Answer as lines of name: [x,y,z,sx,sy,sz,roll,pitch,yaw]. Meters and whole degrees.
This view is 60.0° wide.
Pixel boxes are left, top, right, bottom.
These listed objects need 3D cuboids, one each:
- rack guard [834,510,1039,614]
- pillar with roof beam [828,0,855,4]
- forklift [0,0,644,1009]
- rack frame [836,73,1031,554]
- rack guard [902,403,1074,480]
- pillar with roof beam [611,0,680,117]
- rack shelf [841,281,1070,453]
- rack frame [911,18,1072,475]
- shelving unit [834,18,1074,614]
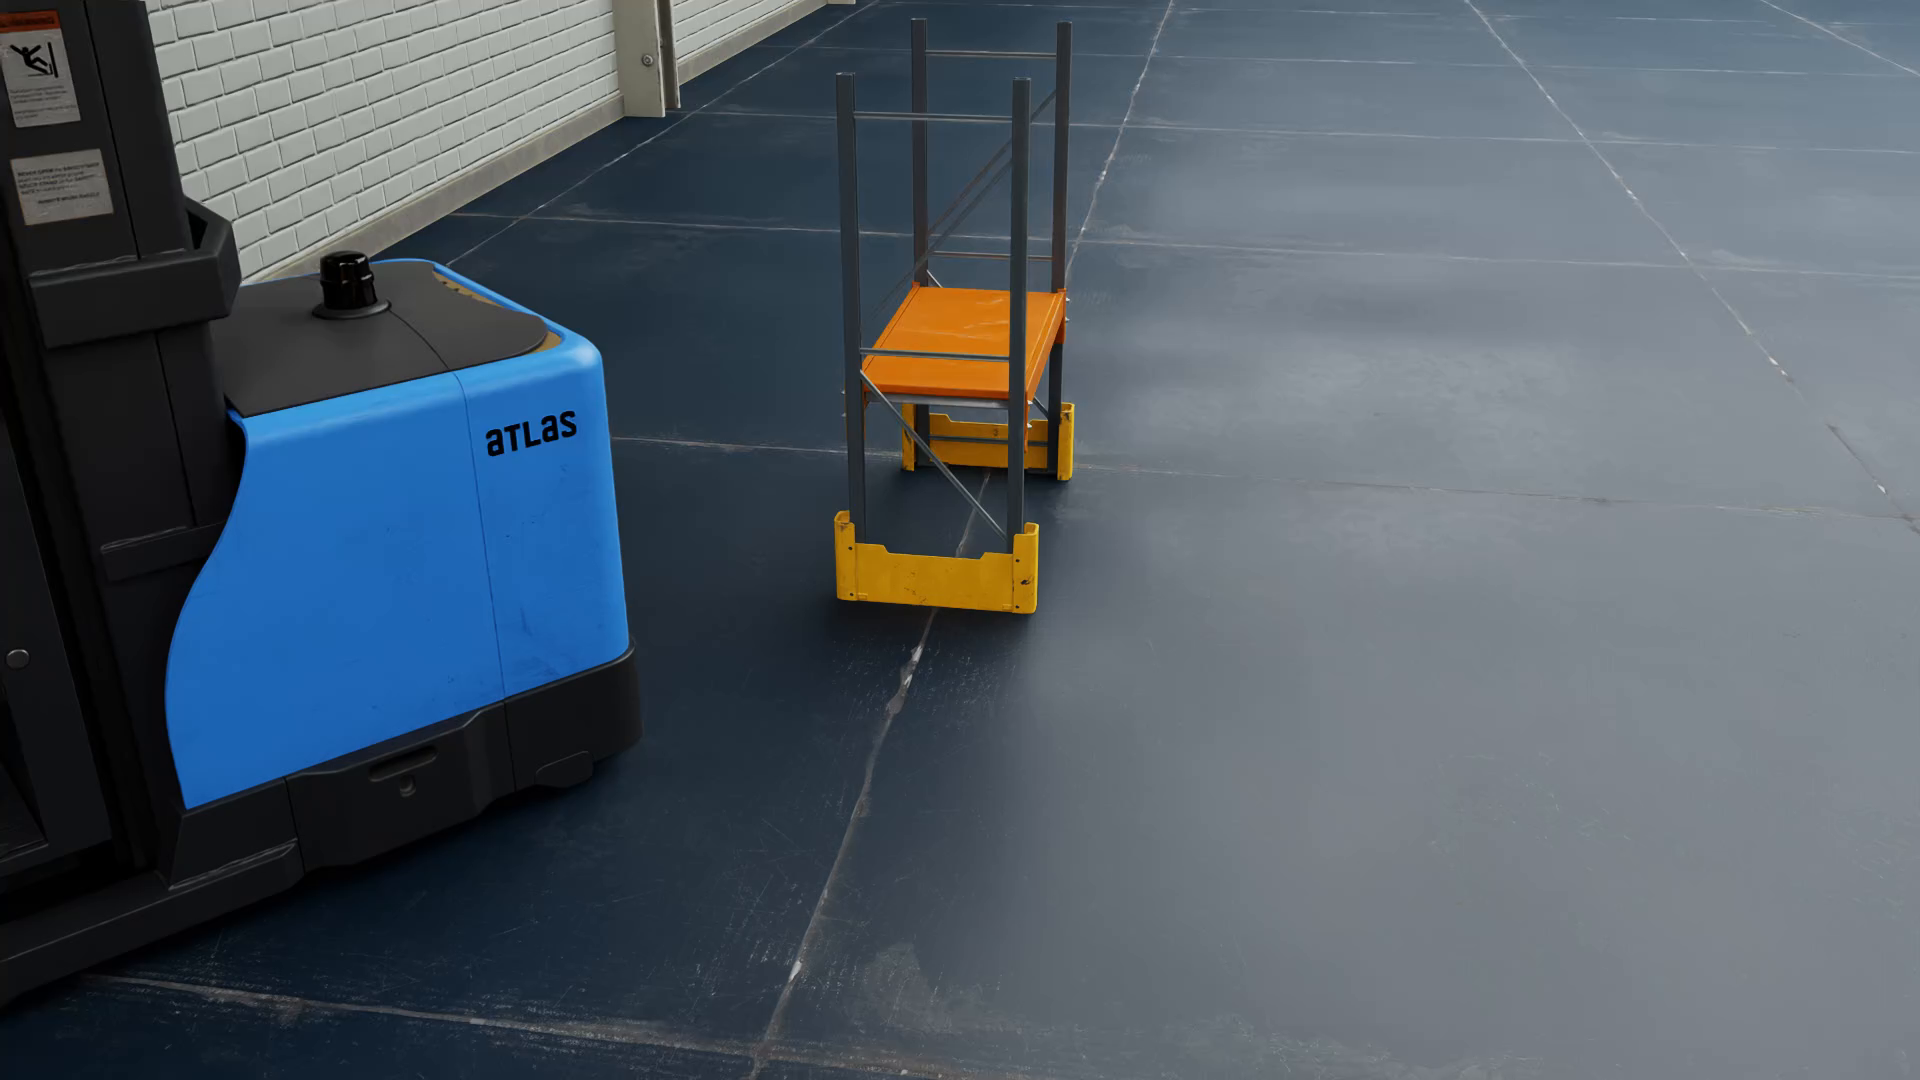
rack guard: [-0.069,0.063,4.820,0.587,0.250,0.087,4,25,9]
pillar with roof beam: [3.054,-9.301,14.507,9.100,9.000,0.400,4,25,9]
forklift: [-2.234,-0.545,2.958,3.031,2.935,1.130,-19,31,-35]
rack frame: [-0.069,-0.502,4.554,0.500,1.500,0.032,4,25,9]
rack guard: [0.094,-0.353,5.710,0.587,0.250,0.087,4,25,9]
pillar with roof beam: [2.074,-6.792,9.146,9.100,9.000,0.400,4,25,9]
rack shelf: [0.014,-0.552,5.085,0.538,0.185,1.000,4,25,9]
rack frame: [0.097,-0.928,5.462,0.500,1.500,0.032,4,25,9]
shelving unit: [0.012,-0.711,5.000,0.587,1.500,1.083,4,25,9]
